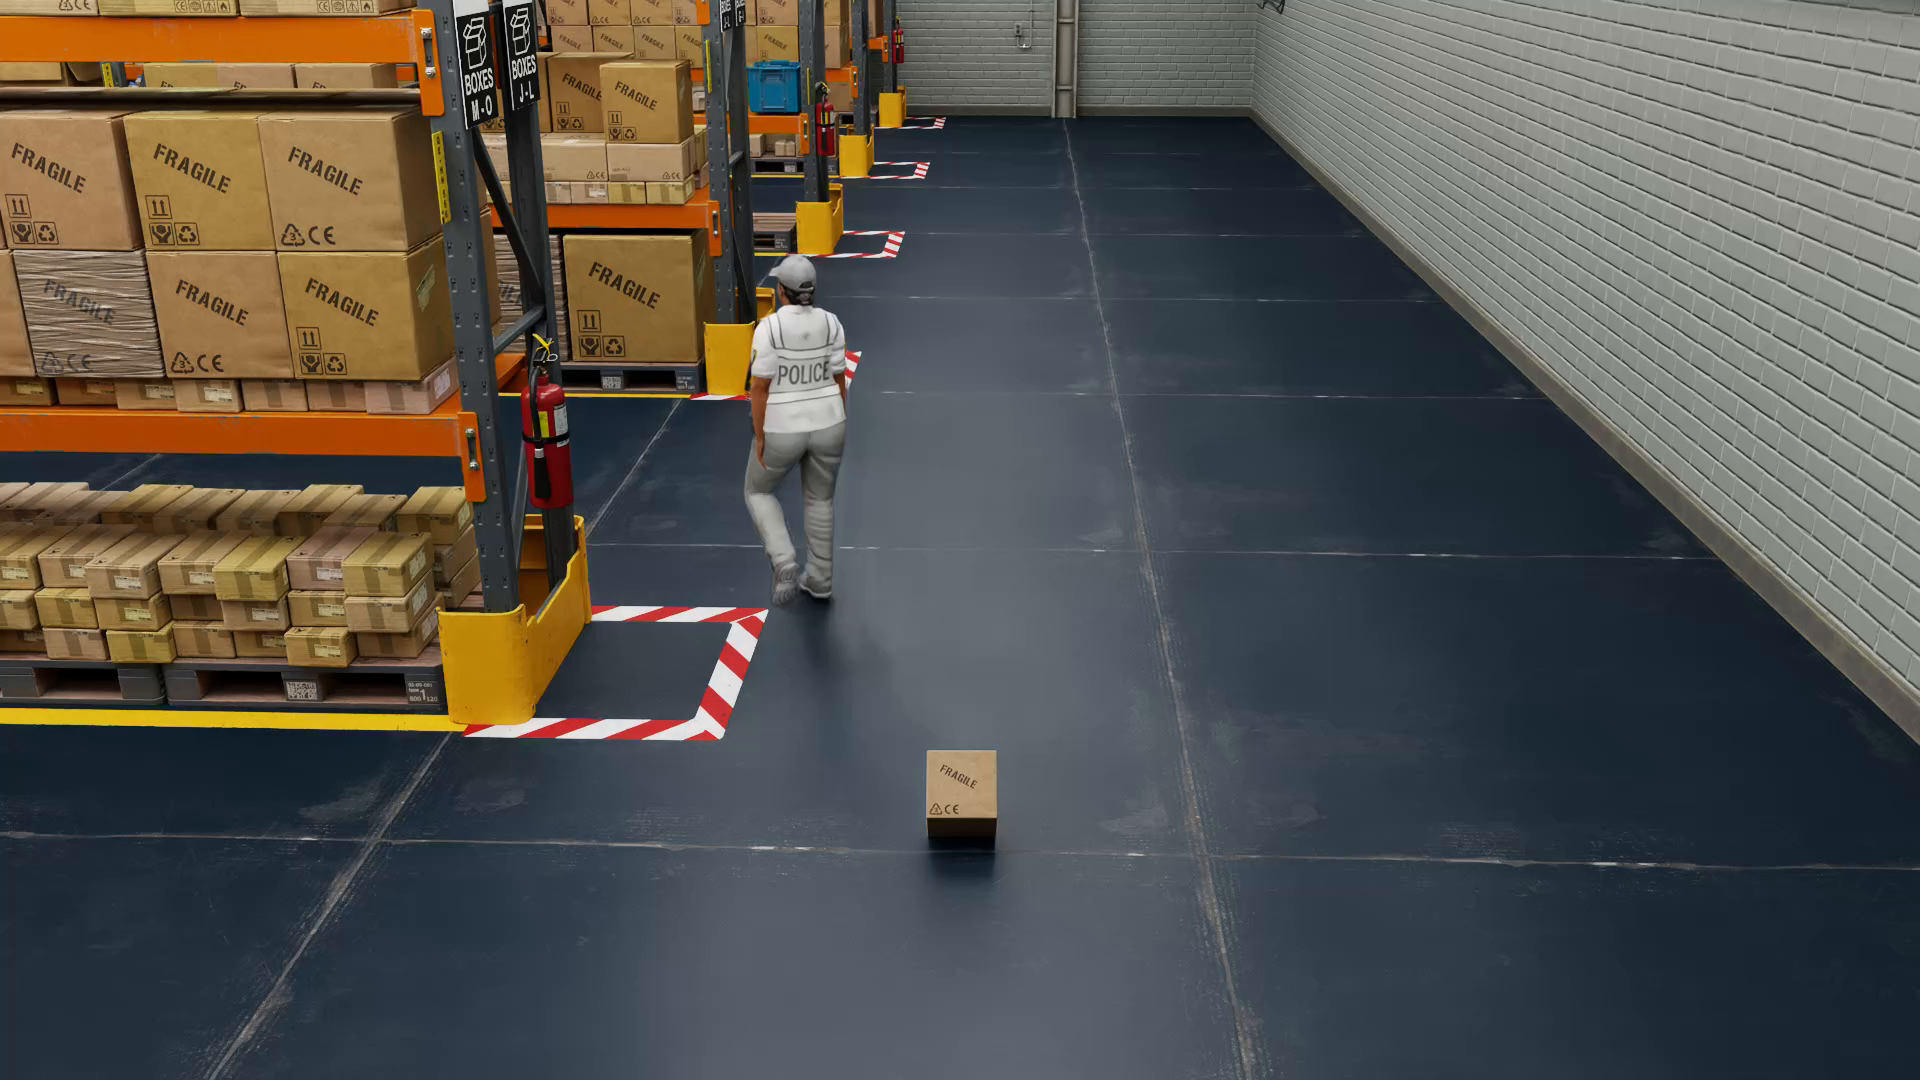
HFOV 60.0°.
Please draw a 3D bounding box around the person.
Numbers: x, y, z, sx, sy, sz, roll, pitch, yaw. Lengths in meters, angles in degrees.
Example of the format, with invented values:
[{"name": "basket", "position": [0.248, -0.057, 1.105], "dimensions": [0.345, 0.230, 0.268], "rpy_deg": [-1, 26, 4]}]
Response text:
[{"name": "person", "position": [-0.762, -0.508, 7.843], "dimensions": [0.487, 1.667, 0.462], "rpy_deg": [-9, 23, -22]}]
